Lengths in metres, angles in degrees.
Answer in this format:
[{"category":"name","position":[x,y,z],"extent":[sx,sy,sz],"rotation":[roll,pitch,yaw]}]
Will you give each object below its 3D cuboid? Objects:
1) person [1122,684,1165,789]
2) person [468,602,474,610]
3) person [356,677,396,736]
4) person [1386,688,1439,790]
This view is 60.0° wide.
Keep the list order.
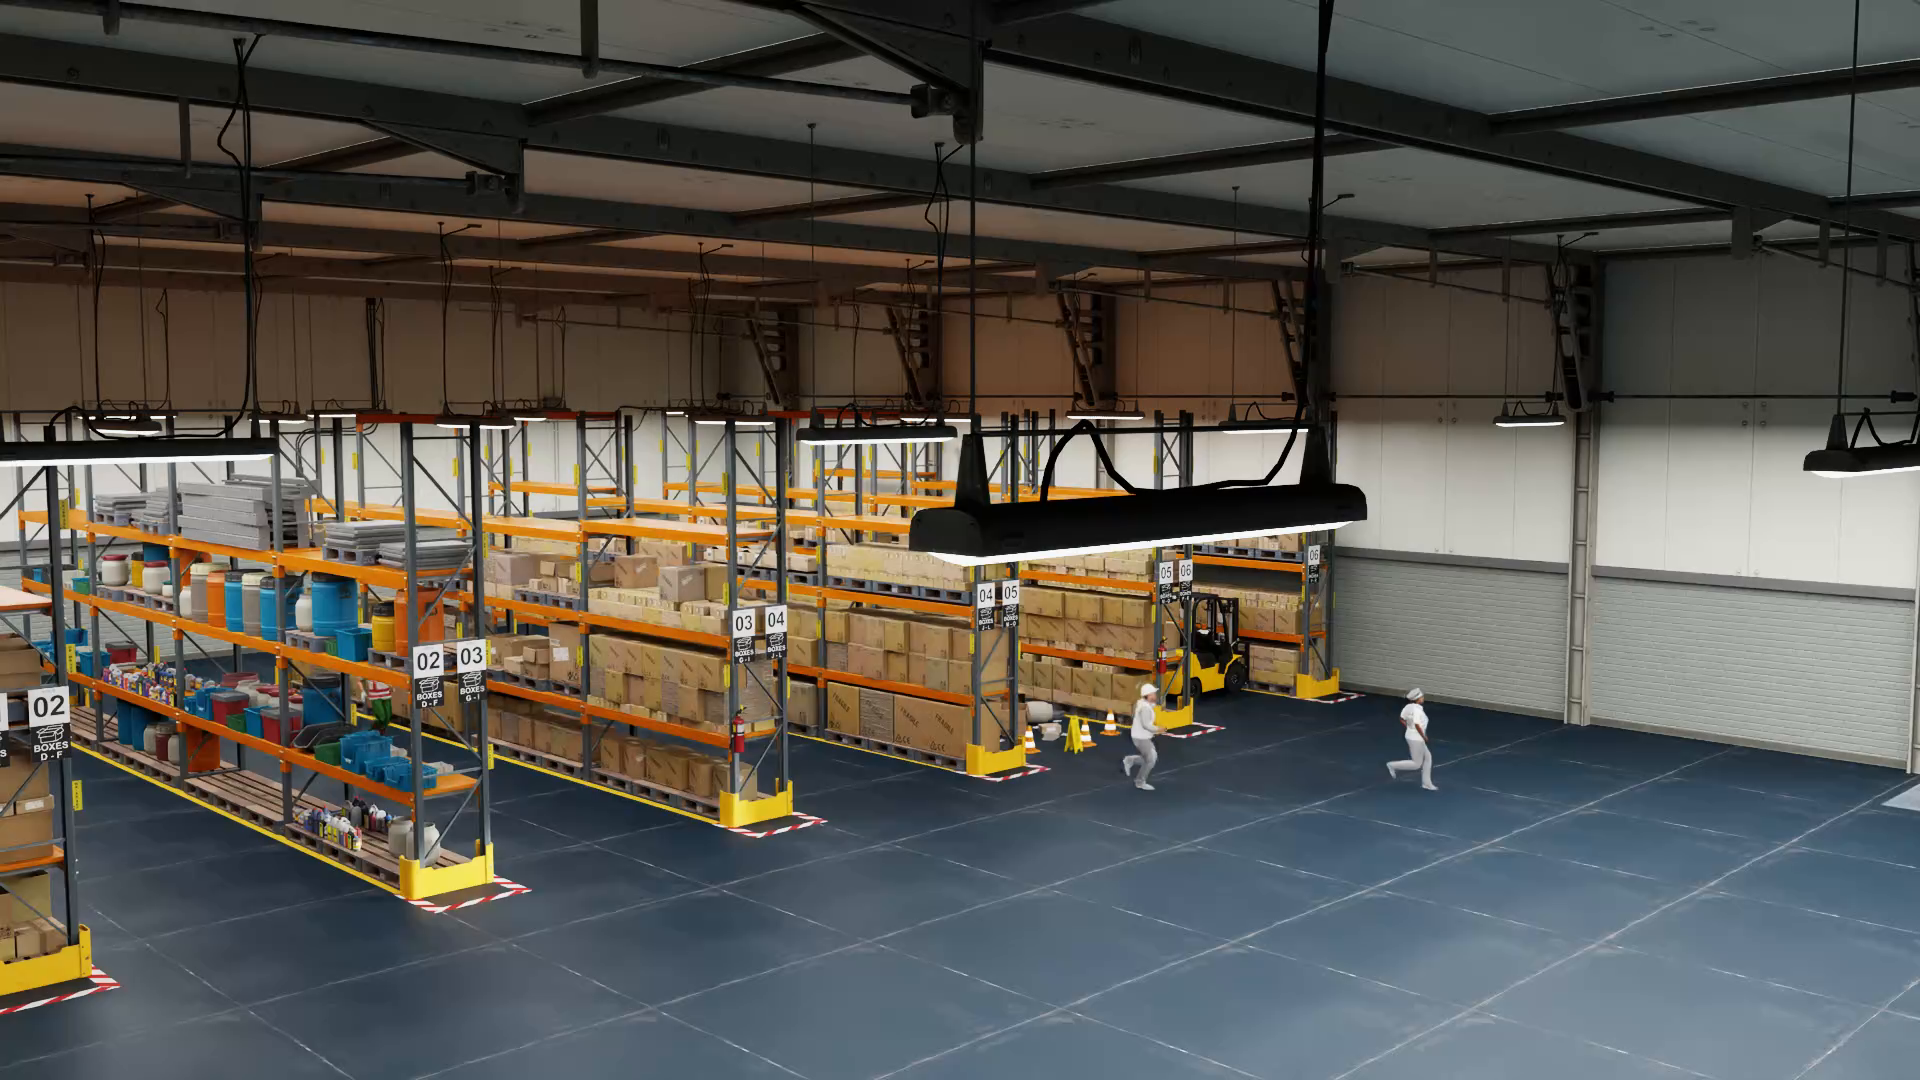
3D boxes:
[{"category":"person","position":[2.960,3.164,26.772],"extent":[0.676,1.729,0.696],"rotation":[0,5,2]},{"category":"person","position":[-10.955,2.210,37.421],"extent":[0.712,1.815,0.901],"rotation":[-3,6,-30]},{"category":"person","position":[-10.388,2.857,29.847],"extent":[0.603,1.739,0.664],"rotation":[4,7,41]},{"category":"person","position":[7.276,3.205,26.702],"extent":[0.891,1.679,0.564],"rotation":[0,5,1]}]
